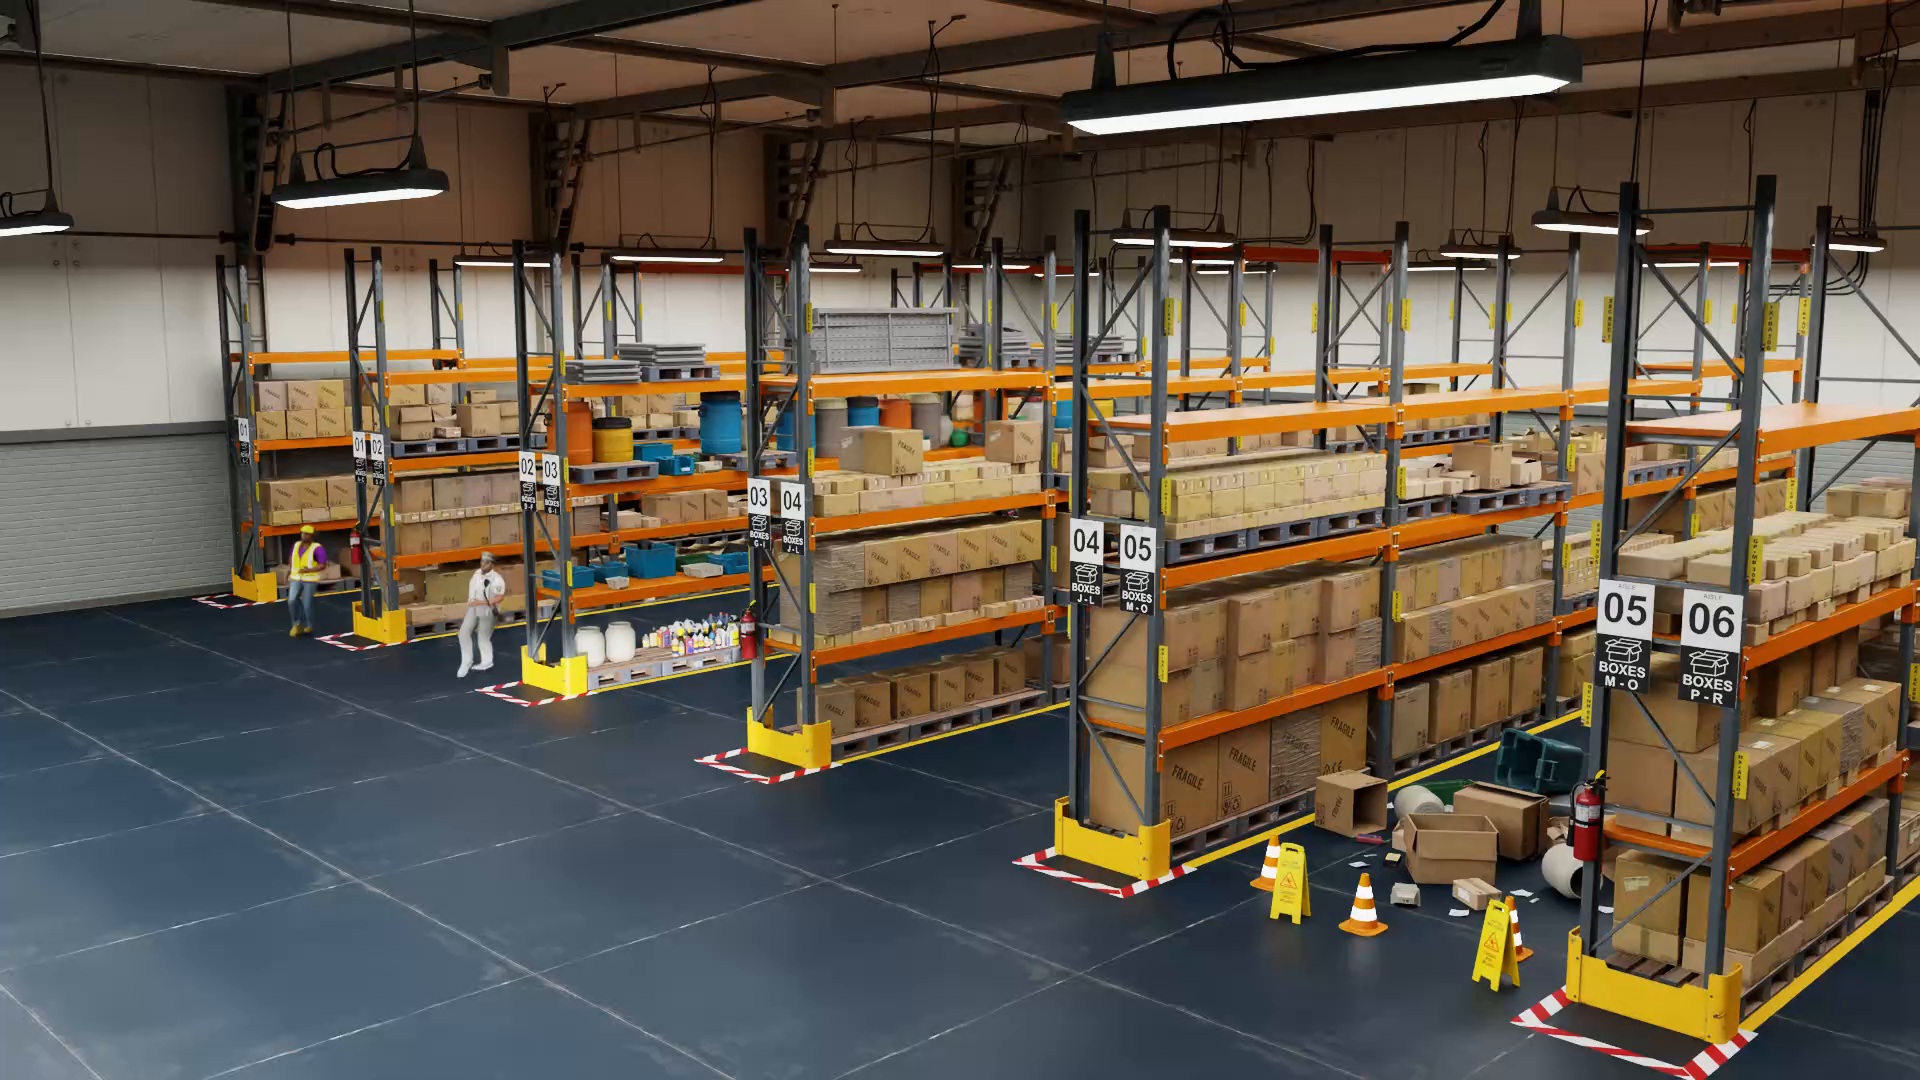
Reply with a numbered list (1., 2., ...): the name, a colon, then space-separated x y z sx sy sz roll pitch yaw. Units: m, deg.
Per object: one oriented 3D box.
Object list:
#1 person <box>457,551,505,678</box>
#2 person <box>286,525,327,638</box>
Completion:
1. person: -6.642 1.022 23.177 0.660 1.757 0.677 2 8 16
2. person: -10.203 0.630 25.927 0.680 1.734 0.644 0 8 0
